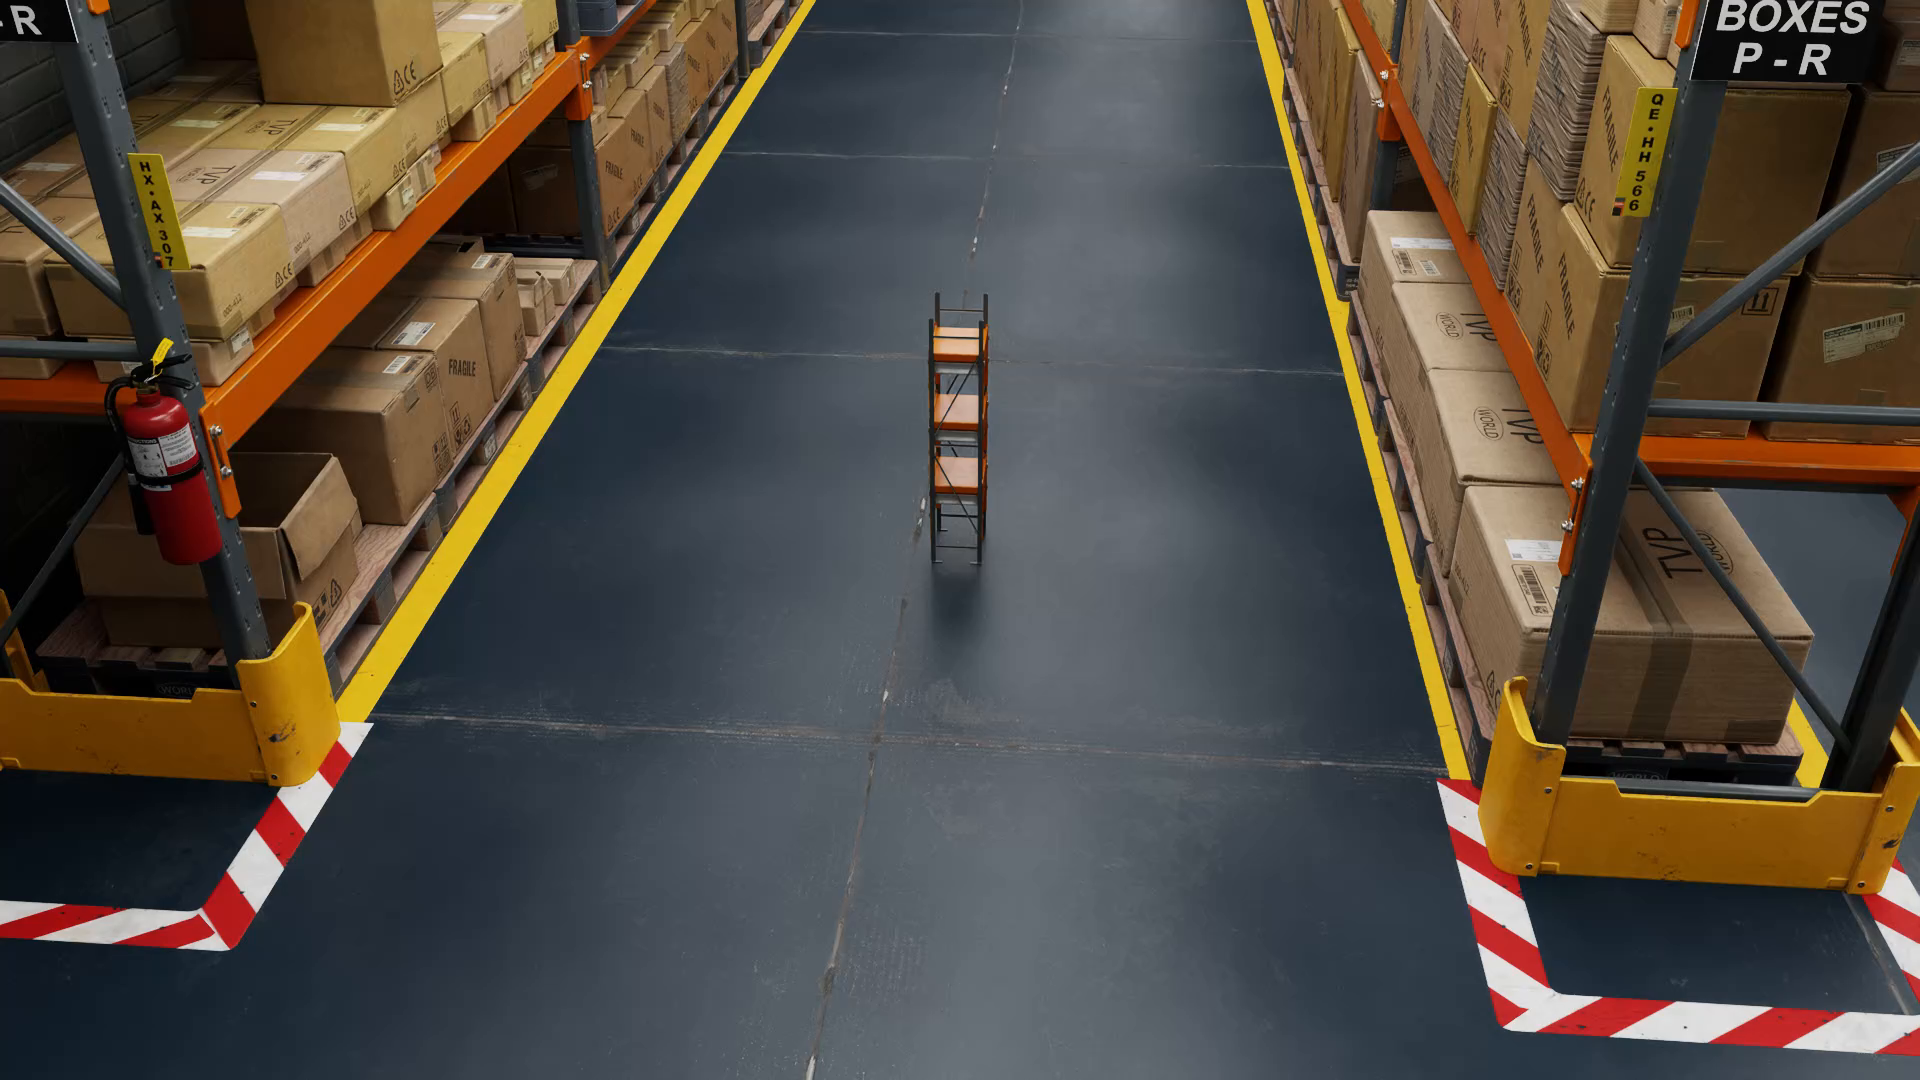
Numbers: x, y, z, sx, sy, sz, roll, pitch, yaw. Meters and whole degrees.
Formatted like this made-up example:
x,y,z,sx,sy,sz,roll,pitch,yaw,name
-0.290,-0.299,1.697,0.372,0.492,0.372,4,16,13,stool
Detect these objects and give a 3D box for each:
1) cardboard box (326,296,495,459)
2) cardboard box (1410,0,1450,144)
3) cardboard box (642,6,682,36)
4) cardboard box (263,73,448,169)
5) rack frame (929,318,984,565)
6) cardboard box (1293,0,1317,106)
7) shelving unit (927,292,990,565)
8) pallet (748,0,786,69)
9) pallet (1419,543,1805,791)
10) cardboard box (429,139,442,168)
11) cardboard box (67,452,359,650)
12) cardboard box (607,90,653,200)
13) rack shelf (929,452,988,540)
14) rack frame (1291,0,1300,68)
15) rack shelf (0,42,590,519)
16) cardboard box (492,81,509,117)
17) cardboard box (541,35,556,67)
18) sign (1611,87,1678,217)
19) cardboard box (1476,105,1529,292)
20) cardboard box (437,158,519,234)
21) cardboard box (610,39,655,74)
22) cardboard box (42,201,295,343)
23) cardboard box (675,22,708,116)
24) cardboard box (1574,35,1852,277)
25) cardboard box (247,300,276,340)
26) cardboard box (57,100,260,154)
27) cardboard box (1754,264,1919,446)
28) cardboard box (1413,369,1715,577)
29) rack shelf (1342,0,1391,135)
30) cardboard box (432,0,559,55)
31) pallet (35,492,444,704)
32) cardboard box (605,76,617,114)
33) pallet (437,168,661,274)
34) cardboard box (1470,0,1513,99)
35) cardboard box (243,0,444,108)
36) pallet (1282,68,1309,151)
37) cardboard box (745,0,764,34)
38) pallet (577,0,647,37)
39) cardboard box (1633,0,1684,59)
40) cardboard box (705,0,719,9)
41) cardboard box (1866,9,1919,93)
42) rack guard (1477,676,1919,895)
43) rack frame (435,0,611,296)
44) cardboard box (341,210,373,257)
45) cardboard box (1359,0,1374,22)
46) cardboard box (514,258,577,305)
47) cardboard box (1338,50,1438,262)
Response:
x,y,z,sx,sy,sz,roll,pitch,yaw,name
-2.317,-0.690,6.992,0.500,0.500,0.500,3,32,5,cardboard box
2.216,-1.969,6.990,0.500,0.500,0.500,3,32,4,cardboard box
-1.992,-3.300,10.610,0.380,0.149,0.250,2,32,3,cardboard box
-2.308,-1.627,6.391,0.500,0.250,0.500,2,32,3,cardboard box
-0.014,-0.355,6.326,0.200,1.050,0.008,2,32,4,rack frame
2.747,-3.431,11.084,0.875,0.875,0.875,2,32,4,cardboard box
-0.004,-0.419,6.429,0.215,1.050,0.252,2,32,4,shelving unit
-1.955,-3.967,12.985,1.003,0.211,1.213,2,32,4,pallet
2.222,0.434,5.844,1.003,0.211,1.213,2,32,4,pallet
-2.305,-1.543,6.634,0.380,0.149,0.250,2,32,4,cardboard box
-2.568,0.027,5.827,0.797,0.503,0.637,1,32,2,cardboard box
-2.090,-2.270,9.557,0.500,0.500,0.500,2,32,3,cardboard box
-0.004,-0.173,6.581,0.215,0.259,0.240,2,32,4,rack shelf
2.886,-4.515,11.217,1.000,3.000,0.127,2,32,4,rack frame
-2.550,-1.281,6.656,1.077,0.370,4.000,2,32,4,rack shelf
-2.206,-1.939,7.276,0.380,0.149,0.250,3,32,5,cardboard box
-2.161,-2.349,7.942,0.380,0.149,0.250,3,32,5,cardboard box
1.695,-0.956,4.112,0.100,0.325,0.005,2,32,4,sign
2.098,-1.169,5.692,0.500,0.500,0.500,3,32,5,cardboard box
-2.642,-2.017,9.146,0.500,0.500,0.500,2,32,4,cardboard box
-2.049,-2.886,9.937,0.380,0.149,0.250,4,32,6,cardboard box
-2.407,-0.830,5.097,0.500,0.250,0.500,3,32,4,cardboard box
-1.973,-3.074,10.862,0.500,0.500,0.500,4,32,6,cardboard box
2.037,-1.062,4.566,0.500,0.500,0.500,3,32,6,cardboard box
-2.438,-0.730,5.315,0.380,0.149,0.250,3,32,5,cardboard box
-2.851,-1.385,5.997,0.500,0.250,0.500,3,32,6,cardboard box
2.560,-0.613,4.790,0.500,0.500,0.500,2,32,4,cardboard box
2.255,-0.248,6.335,0.875,0.438,0.875,3,32,5,cardboard box
2.723,-3.163,9.709,1.077,0.370,4.000,2,32,4,rack shelf
-2.185,-2.419,7.676,0.500,0.250,0.500,3,32,5,cardboard box
-2.642,0.189,6.242,1.003,0.211,1.213,2,32,4,pallet
-2.138,-2.483,9.284,0.380,0.149,0.250,1,32,1,cardboard box
-2.358,-1.873,9.588,1.003,0.211,1.213,2,32,4,pallet
2.137,-1.858,5.857,0.500,0.500,0.500,2,32,4,cardboard box
-2.285,-1.934,6.173,0.500,0.500,0.500,3,32,5,cardboard box
2.747,-2.919,11.285,1.003,0.211,1.213,2,32,4,pallet
-1.997,-4.218,12.599,0.875,0.625,0.625,3,32,6,cardboard box
-2.213,-2.965,8.885,1.003,0.211,1.213,2,32,4,pallet
2.061,-1.406,4.506,0.380,0.149,0.250,3,32,5,cardboard box
-1.840,-3.702,11.263,0.380,0.149,0.250,1,32,1,cardboard box
2.540,-1.250,4.252,0.380,0.149,0.250,3,32,5,cardboard box
2.233,0.745,5.064,1.175,0.500,0.348,2,32,4,rack guard
-2.387,-2.633,8.164,1.000,3.000,0.127,2,32,4,rack frame
-2.353,-1.137,5.976,0.380,0.149,0.250,3,32,5,cardboard box
2.388,-2.871,8.692,0.500,0.250,0.500,2,32,3,cardboard box
-2.140,-1.294,8.308,0.380,0.149,0.250,2,32,2,cardboard box
2.531,-2.025,8.802,0.875,0.875,0.875,3,32,6,cardboard box
